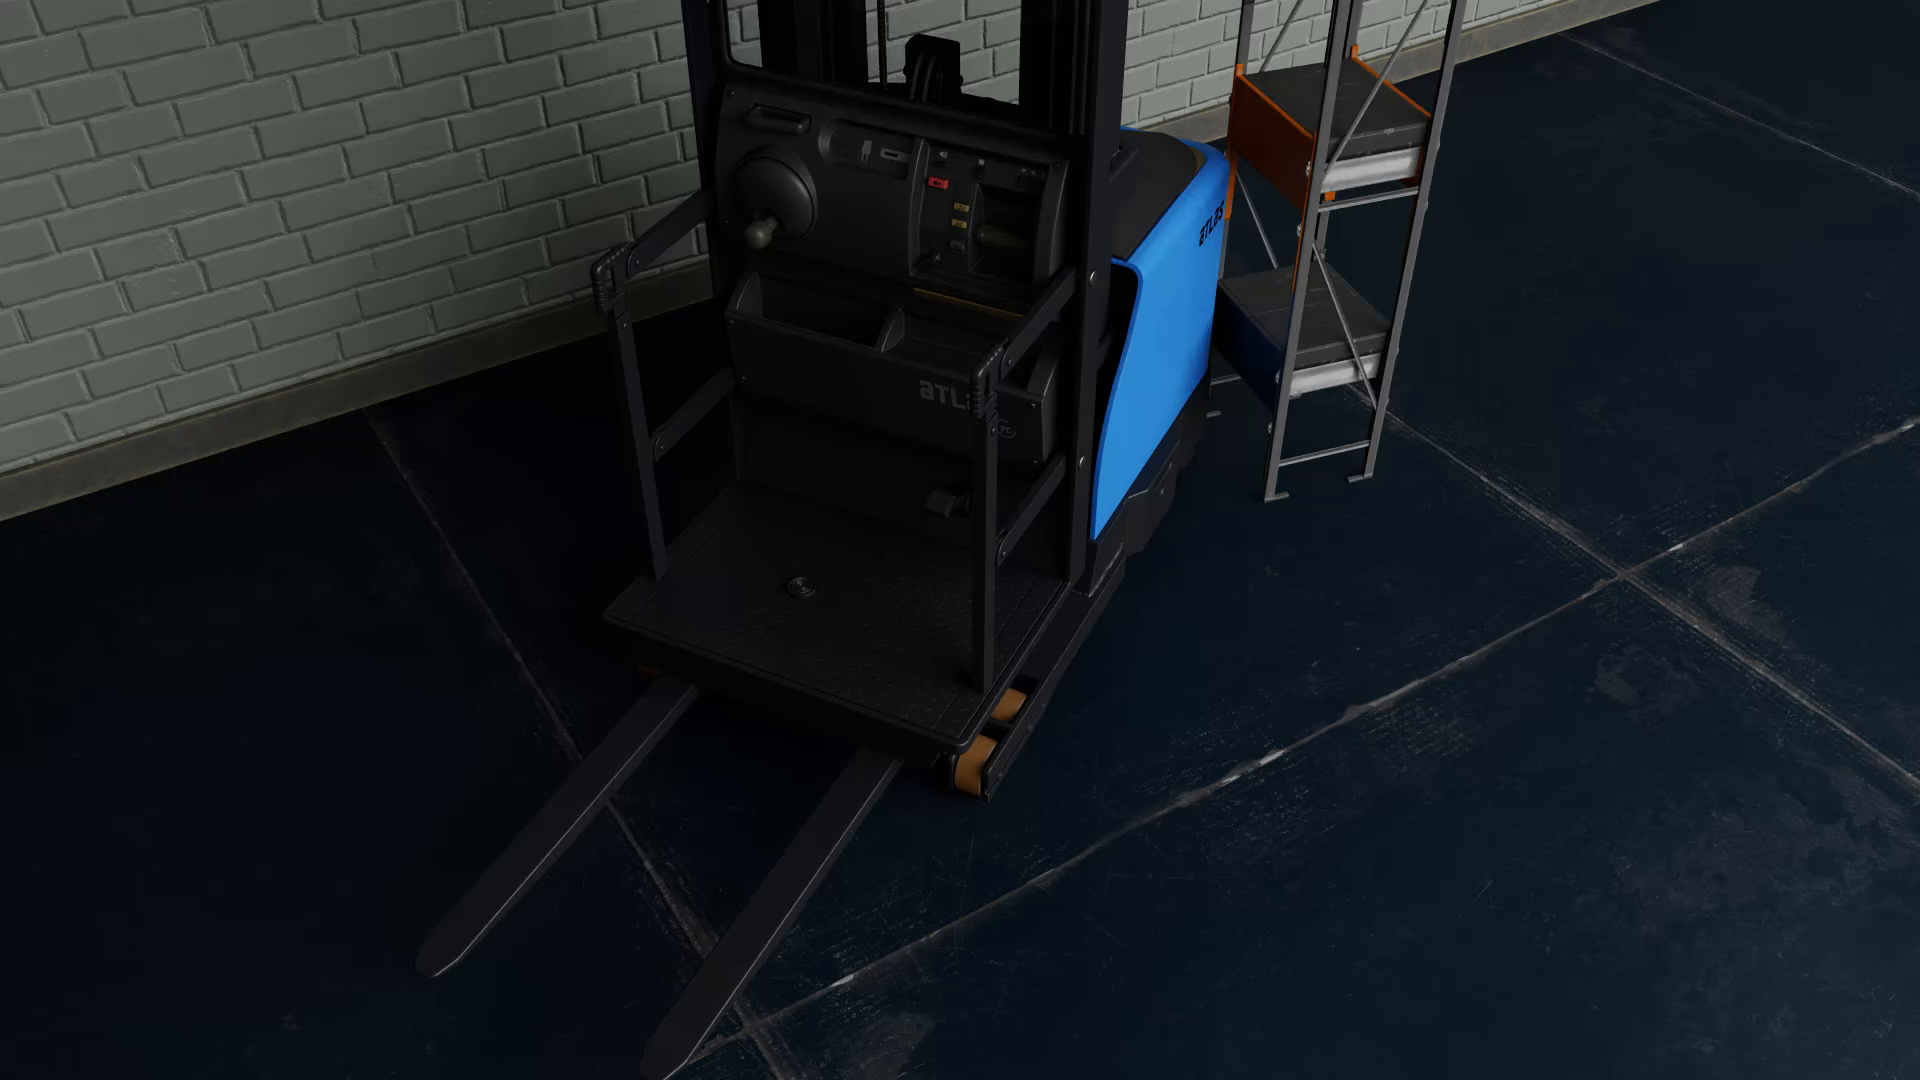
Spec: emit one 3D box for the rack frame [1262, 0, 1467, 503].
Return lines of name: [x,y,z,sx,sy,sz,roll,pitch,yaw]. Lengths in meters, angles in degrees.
rack frame: [1.172,-0.975,4.780,0.400,2.100,0.015,-13,42,-15]

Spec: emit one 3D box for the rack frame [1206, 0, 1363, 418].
rack frame: [1.006,-1.269,5.132,0.400,2.100,0.015,-13,42,-15]

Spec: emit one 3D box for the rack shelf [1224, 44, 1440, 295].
rack shelf: [1.089,-1.111,4.965,0.431,0.518,0.480,-13,42,-15]

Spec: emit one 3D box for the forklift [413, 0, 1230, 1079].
forklift: [-0.272,-0.768,3.881,1.130,2.935,3.031,17,43,20]

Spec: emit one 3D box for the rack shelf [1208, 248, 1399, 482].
rack shelf: [1.089,-0.573,5.413,0.431,0.518,0.480,-13,42,-15]

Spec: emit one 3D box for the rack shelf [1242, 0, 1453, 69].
rack shelf: [1.089,-1.649,4.516,0.431,0.518,0.480,-13,42,-15]

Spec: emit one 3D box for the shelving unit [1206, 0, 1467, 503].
shelving unit: [1.089,-1.122,4.956,0.431,2.100,0.503,-13,42,-15]
